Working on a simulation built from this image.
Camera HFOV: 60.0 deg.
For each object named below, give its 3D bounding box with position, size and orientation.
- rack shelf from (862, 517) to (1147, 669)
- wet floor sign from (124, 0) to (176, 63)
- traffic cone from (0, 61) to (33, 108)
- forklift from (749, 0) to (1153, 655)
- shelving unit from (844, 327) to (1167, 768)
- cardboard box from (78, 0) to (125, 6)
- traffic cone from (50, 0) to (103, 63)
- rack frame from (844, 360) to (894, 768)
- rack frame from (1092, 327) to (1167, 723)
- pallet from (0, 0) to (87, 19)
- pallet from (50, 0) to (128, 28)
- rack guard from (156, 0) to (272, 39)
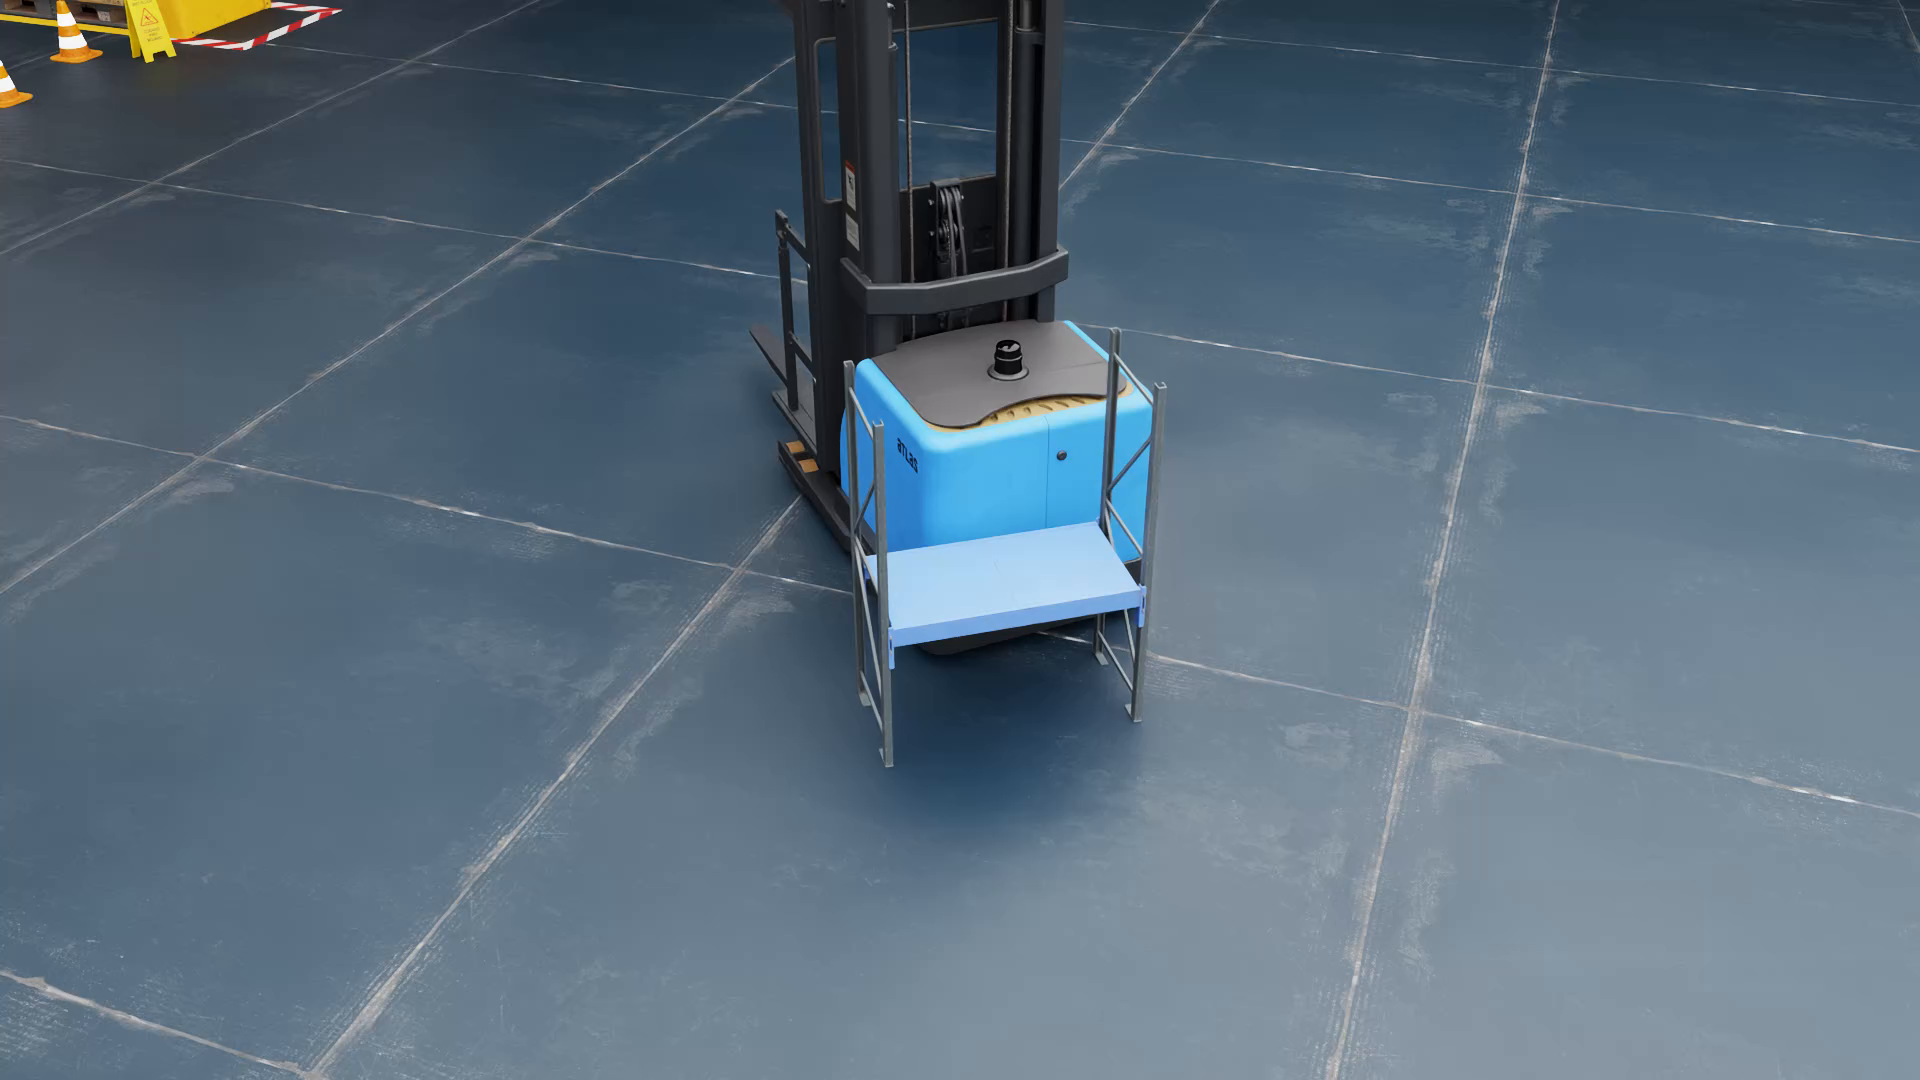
[{"bbox_3d":[0.152,0.192,6.400,1.000,0.185,0.538,-9,34,-13],"label":"rack shelf"},{"bbox_3d":[-6.828,-4.368,13.921,0.232,0.644,0.267,24,40,32],"label":"wet floor sign"},{"bbox_3d":[-7.541,-3.664,12.998,0.334,0.463,0.336,11,34,16],"label":"traffic cone"},{"bbox_3d":[-0.249,-1.543,7.438,1.130,2.935,3.031,-13,35,-20],"label":"forklift"},{"bbox_3d":[0.152,0.041,6.302,1.048,1.500,0.538,-9,34,-13],"label":"shelving unit"},{"bbox_3d":[-7.521,-4.975,14.837,0.500,0.250,0.500,11,34,16],"label":"cardboard box"},{"bbox_3d":[-7.486,-4.293,13.972,0.334,0.463,0.336,11,34,16],"label":"traffic cone"},{"bbox_3d":[-0.338,0.116,6.187,0.032,1.500,0.500,-9,34,-13],"label":"rack frame"},{"bbox_3d":[0.641,-0.033,6.418,0.032,1.500,0.500,-9,34,-13],"label":"rack frame"},{"bbox_3d":[-8.615,-5.172,15.565,1.213,0.211,1.003,11,34,16],"label":"pallet"},{"bbox_3d":[-7.471,-4.948,15.218,1.213,0.211,1.003,11,34,16],"label":"pallet"},{"bbox_3d":[-6.718,-4.902,14.882,0.348,0.500,1.175,11,34,16],"label":"rack guard"}]
